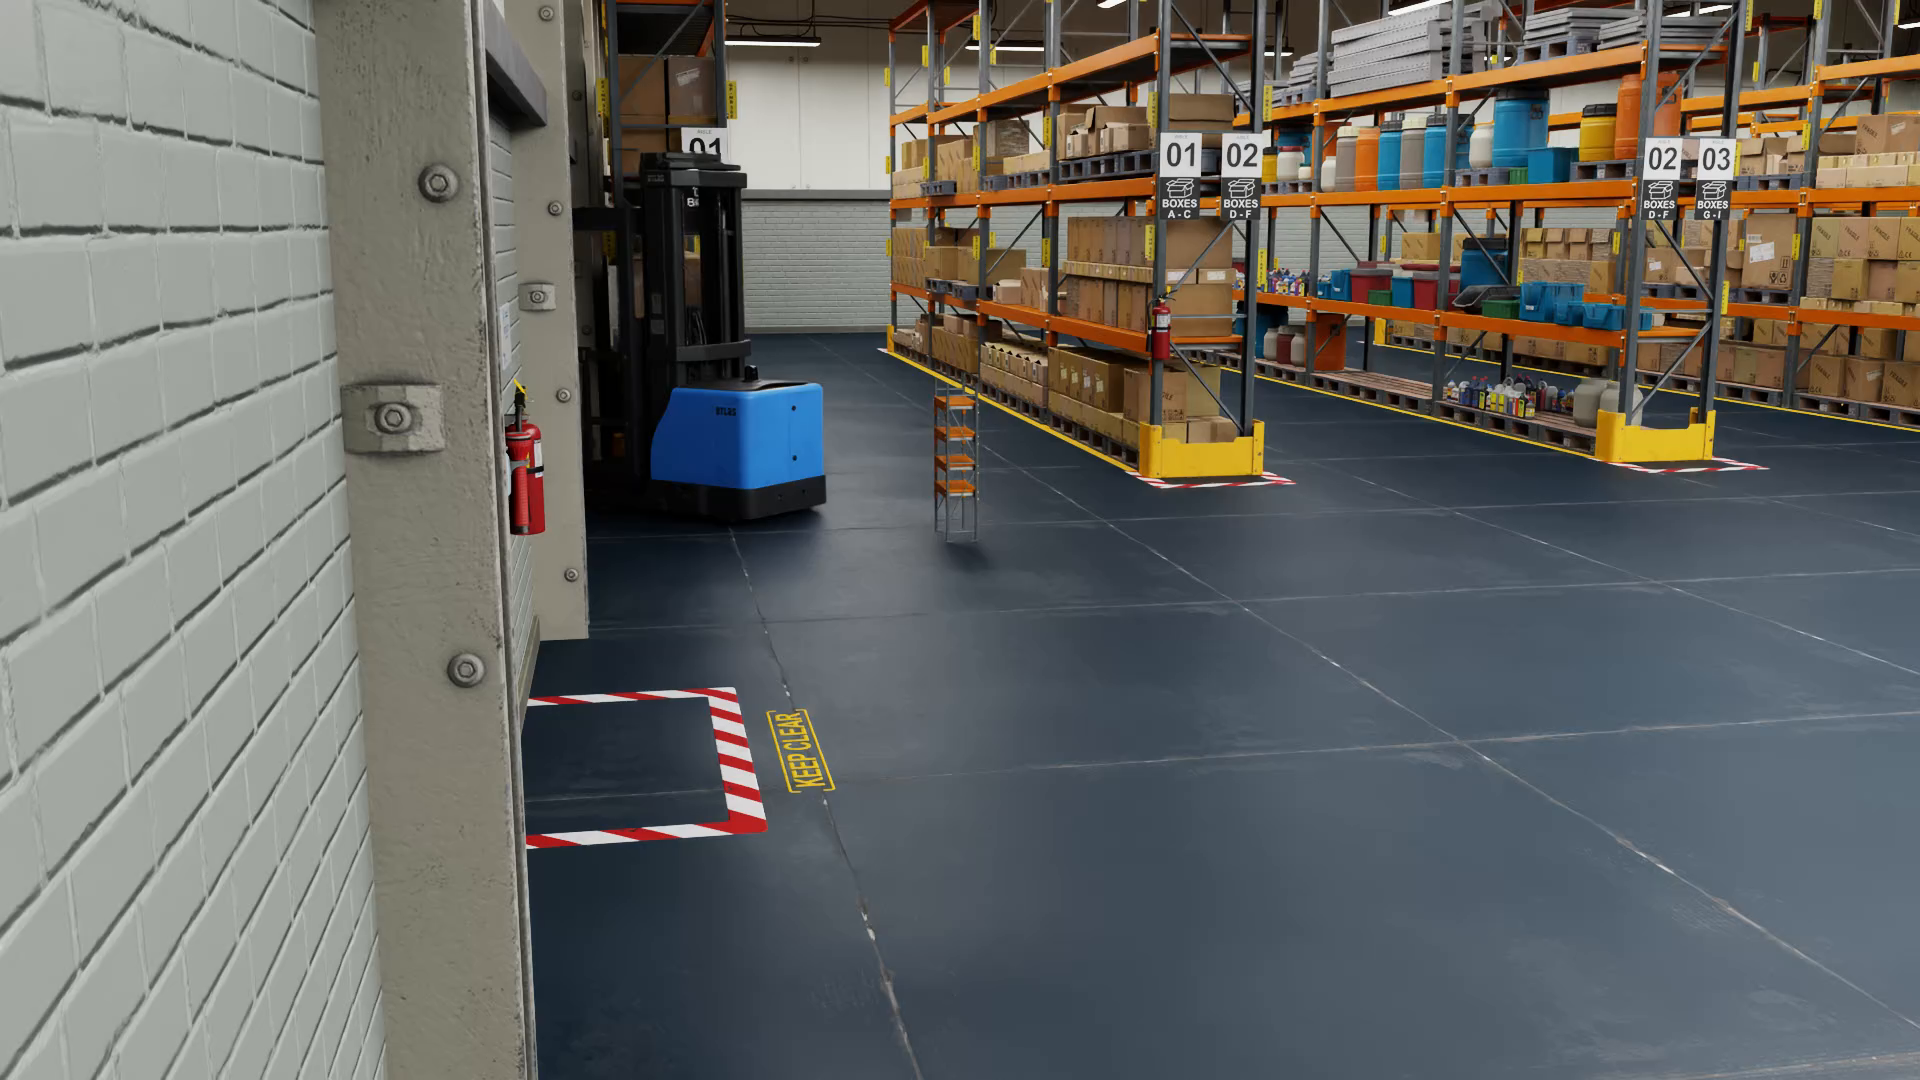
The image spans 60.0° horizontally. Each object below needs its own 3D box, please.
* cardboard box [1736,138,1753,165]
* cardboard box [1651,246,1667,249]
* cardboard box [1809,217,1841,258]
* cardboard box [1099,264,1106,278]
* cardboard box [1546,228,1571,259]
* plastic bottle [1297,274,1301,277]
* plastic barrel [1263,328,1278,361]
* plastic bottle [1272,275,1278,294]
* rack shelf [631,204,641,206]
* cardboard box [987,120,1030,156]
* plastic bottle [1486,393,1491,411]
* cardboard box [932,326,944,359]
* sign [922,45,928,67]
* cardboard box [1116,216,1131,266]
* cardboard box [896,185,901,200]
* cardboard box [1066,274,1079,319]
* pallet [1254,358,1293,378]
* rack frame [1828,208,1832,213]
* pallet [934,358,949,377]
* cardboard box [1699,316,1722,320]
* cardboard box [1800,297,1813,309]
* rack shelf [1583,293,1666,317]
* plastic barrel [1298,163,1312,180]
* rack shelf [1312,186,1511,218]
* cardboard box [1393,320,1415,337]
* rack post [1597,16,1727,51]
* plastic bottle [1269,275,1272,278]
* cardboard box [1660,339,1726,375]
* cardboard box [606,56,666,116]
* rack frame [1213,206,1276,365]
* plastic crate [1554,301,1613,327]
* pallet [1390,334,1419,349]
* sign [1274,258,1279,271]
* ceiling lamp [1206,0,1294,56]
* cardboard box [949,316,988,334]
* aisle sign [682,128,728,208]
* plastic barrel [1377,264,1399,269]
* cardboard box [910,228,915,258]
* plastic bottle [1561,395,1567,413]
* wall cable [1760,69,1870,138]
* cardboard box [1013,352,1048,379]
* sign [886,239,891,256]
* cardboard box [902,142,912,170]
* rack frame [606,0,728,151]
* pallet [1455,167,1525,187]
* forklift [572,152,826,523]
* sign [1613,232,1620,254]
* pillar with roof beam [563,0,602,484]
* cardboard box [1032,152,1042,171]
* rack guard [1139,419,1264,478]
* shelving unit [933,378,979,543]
[{"bbox_3d":[11.011,-5.448,23.669,0.500,0.500,0.500,-2,11,-10],"label":"cardboard box"},{"bbox_3d":[13.838,-5.487,32.441,0.500,0.500,0.500,-2,11,-10],"label":"cardboard box"},{"bbox_3d":[11.097,-3.804,20.922,0.500,0.500,0.500,-2,11,-11],"label":"cardboard box"},{"bbox_3d":[1.708,-2.877,17.788,0.380,0.149,0.250,-2,11,-11],"label":"cardboard box"},{"bbox_3d":[10.094,-4.862,27.267,0.797,0.503,0.637,-2,11,-9],"label":"cardboard box"},{"bbox_3d":[5.479,-4.148,26.800,0.152,0.276,0.135,-2,11,-11],"label":"plastic bottle"},{"bbox_3d":[5.094,-3.143,26.720,0.421,0.512,0.421,0,11,0],"label":"plastic barrel"},{"bbox_3d":[4.903,-3.974,25.864,0.061,0.283,0.133,-2,11,-11],"label":"plastic bottle"},{"bbox_3d":[-5.262,-5.623,28.119,1.077,0.370,4.000,-2,11,-11],"label":"rack shelf"},{"bbox_3d":[0.684,-5.677,23.539,0.500,0.500,0.500,-2,11,-11],"label":"cardboard box"},{"bbox_3d":[6.219,-1.620,19.493,0.097,0.201,0.097,0,11,0],"label":"plastic bottle"},{"bbox_3d":[-0.160,-3.207,27.035,0.500,0.500,0.500,-3,11,-14],"label":"cardboard box"},{"bbox_3d":[-0.551,-7.745,26.613,0.100,0.325,0.005,-2,11,-11],"label":"sign"},{"bbox_3d":[2.024,-3.087,17.155,0.700,0.500,0.500,-2,11,-11],"label":"cardboard box"},{"bbox_3d":[-0.858,-6.255,29.915,0.500,0.250,0.500,-2,11,-11],"label":"cardboard box"},{"bbox_3d":[1.634,-2.818,19.210,0.700,0.500,0.500,-2,11,-12],"label":"cardboard box"},{"bbox_3d":[5.195,-2.759,26.629,1.003,0.211,1.213,-2,11,-11],"label":"pallet"},{"bbox_3d":[18.646,-5.770,34.992,1.000,3.000,0.127,-2,11,-11],"label":"rack frame"},{"bbox_3d":[0.180,-2.799,26.839,1.003,0.211,1.213,-2,11,-11],"label":"pallet"},{"bbox_3d":[14.145,-4.133,31.301,0.380,0.149,0.250,-2,11,-9],"label":"cardboard box"},{"bbox_3d":[11.006,-3.035,21.294,0.380,0.149,0.250,-2,11,-11],"label":"cardboard box"},{"bbox_3d":[10.092,-3.956,27.384,1.077,0.370,4.000,-2,11,-11],"label":"rack shelf"},{"bbox_3d":[5.270,-5.566,25.141,0.301,0.262,0.301,0,11,0],"label":"plastic barrel"},{"bbox_3d":[6.012,-4.516,22.303,1.077,0.370,4.000,-2,11,-11],"label":"rack shelf"},{"bbox_3d":[9.128,-4.458,32.656,0.875,0.875,0.875,-2,11,-11],"label":"cardboard box"},{"bbox_3d":[7.156,-5.140,16.973,0.937,0.300,0.954,-1,11,-5],"label":"rack post"},{"bbox_3d":[4.901,-4.034,26.182,0.061,0.283,0.133,-2,11,-11],"label":"plastic bottle"},{"bbox_3d":[10.751,-2.708,24.408,0.700,0.500,0.500,-3,11,-16],"label":"cardboard box"},{"bbox_3d":[-2.880,-4.028,14.822,0.500,0.500,0.500,-2,11,-8],"label":"cardboard box"},{"bbox_3d":[4.845,-4.496,28.298,1.000,3.000,0.127,-2,11,-11],"label":"rack frame"},{"bbox_3d":[6.667,-2.423,17.800,0.499,0.251,0.408,-2,11,-11],"label":"plastic crate"},{"bbox_3d":[9.157,-3.896,32.603,1.003,0.211,1.213,-2,11,-11],"label":"pallet"},{"bbox_3d":[5.385,-4.652,28.375,0.100,0.325,0.005,-2,11,-11],"label":"sign"},{"bbox_3d":[6.015,-11.628,34.113,2.000,3.185,0.800,-2,11,-11],"label":"ceiling lamp"},{"bbox_3d":[0.133,-3.300,25.518,0.500,0.250,0.500,-2,11,-12],"label":"cardboard box"},{"bbox_3d":[-2.231,-3.210,14.586,0.394,0.787,0.004,-2,11,-11],"label":"aisle sign"},{"bbox_3d":[6.032,-3.637,23.482,0.421,0.512,0.421,0,11,0],"label":"plastic barrel"},{"bbox_3d":[-0.567,-5.127,28.669,0.500,0.500,0.500,-2,11,-11],"label":"cardboard box"},{"bbox_3d":[7.026,-1.580,19.284,0.097,0.201,0.097,0,11,0],"label":"plastic bottle"},{"bbox_3d":[20.741,-9.890,40.492,2.988,3.039,0.133,-2,11,-11],"label":"wall cable"},{"bbox_3d":[0.979,-2.231,21.128,0.500,0.311,0.500,-2,11,-11],"label":"cardboard box"},{"bbox_3d":[-1.325,-5.456,31.024,0.100,0.325,0.005,-2,11,-11],"label":"sign"},{"bbox_3d":[-0.663,-6.876,29.836,0.700,0.500,0.500,-2,11,-11],"label":"cardboard box"},{"bbox_3d":[-2.539,-4.882,14.280,1.000,3.000,0.127,-2,11,-11],"label":"rack frame"},{"bbox_3d":[6.637,-4.281,19.649,1.213,0.211,1.003,-2,11,-11],"label":"pallet"},{"bbox_3d":[-2.636,-1.761,14.111,3.031,2.935,1.130,7,13,33],"label":"forklift"},{"bbox_3d":[9.937,-4.491,25.172,0.100,0.325,0.005,-2,11,-11],"label":"sign"},{"bbox_3d":[0.699,-5.136,15.612,9.100,9.000,0.400,-2,11,-11],"label":"pillar with roof beam"},{"bbox_3d":[1.229,-4.809,21.194,0.500,0.250,0.500,-3,11,-16],"label":"cardboard box"},{"bbox_3d":[2.324,-0.884,16.002,1.175,0.500,0.348,-2,11,-11],"label":"rack guard"},{"bbox_3d":[-0.032,-0.620,12.744,0.258,1.200,0.503,-2,11,-11],"label":"shelving unit"}]
